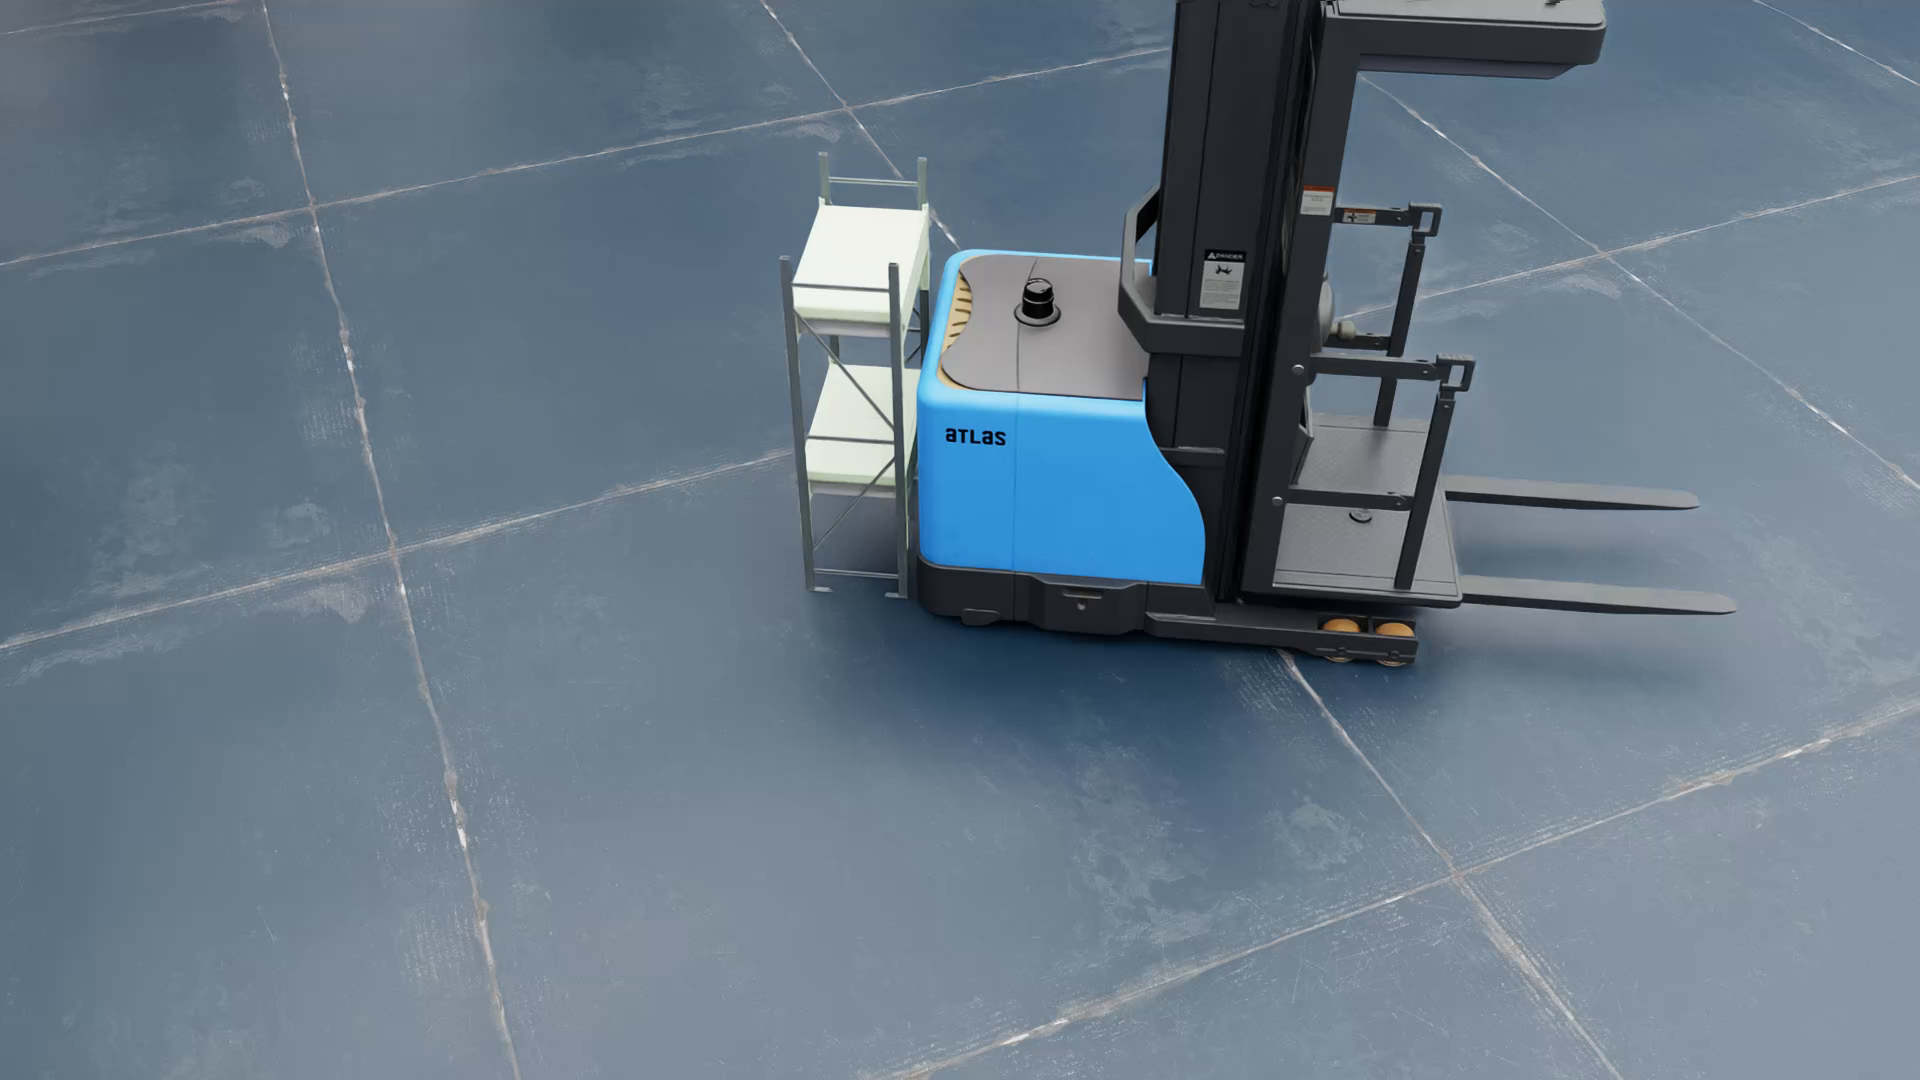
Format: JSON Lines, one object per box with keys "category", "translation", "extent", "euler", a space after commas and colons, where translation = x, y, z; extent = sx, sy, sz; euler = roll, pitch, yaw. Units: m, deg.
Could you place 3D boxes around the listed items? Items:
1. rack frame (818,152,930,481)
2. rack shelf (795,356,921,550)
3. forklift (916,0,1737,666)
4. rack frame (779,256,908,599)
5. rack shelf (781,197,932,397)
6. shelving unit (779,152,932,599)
{"category": "rack frame", "translation": [-0.320, -0.834, 6.570], "extent": [0.400, 1.500, 0.023], "euler": [4, 41, 5]}
{"category": "rack shelf", "translation": [-0.361, -0.350, 6.507], "extent": [0.431, 0.370, 0.720], "euler": [4, 41, 5]}
{"category": "forklift", "translation": [1.388, -1.009, 5.675], "extent": [3.031, 2.935, 1.130], "euler": [4, 41, 5]}
{"category": "rack frame", "translation": [-0.402, -0.360, 6.018], "extent": [0.400, 1.500, 0.023], "euler": [4, 41, 5]}
{"category": "rack shelf", "translation": [-0.361, -0.893, 6.040], "extent": [0.431, 0.370, 0.720], "euler": [4, 41, 5]}
{"category": "shelving unit", "translation": [-0.361, -0.597, 6.294], "extent": [0.431, 1.500, 0.755], "euler": [4, 41, 5]}
